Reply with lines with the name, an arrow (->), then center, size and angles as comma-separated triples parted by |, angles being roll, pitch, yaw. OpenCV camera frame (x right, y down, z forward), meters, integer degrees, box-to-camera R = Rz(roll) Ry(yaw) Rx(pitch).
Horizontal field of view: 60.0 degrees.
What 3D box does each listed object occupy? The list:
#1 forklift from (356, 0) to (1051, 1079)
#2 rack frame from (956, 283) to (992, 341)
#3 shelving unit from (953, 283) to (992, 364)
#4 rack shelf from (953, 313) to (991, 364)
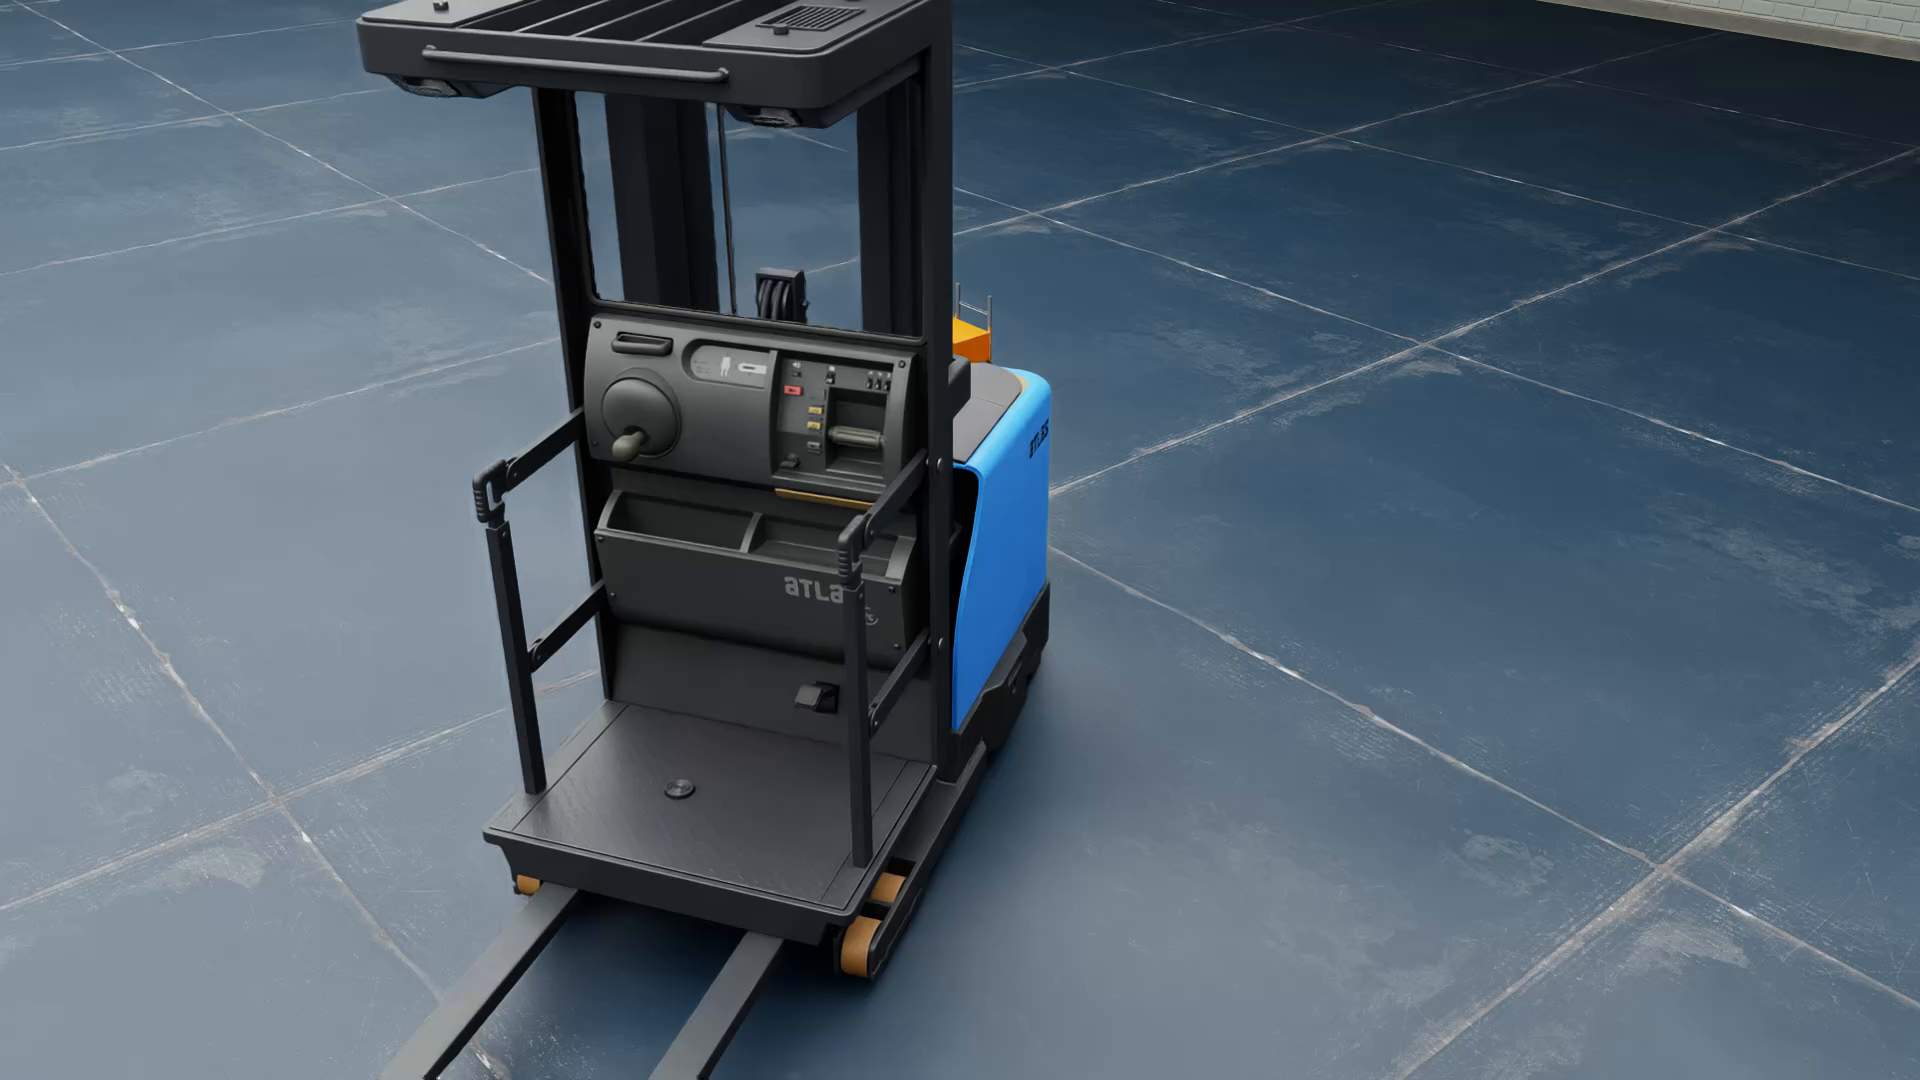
forklift -> -0.640, -0.318, 4.236 | 1.130, 2.935, 3.031 | 9, 29, 16
rack frame -> 0.052, -0.484, 6.542 | 0.008, 1.050, 0.200 | -22, 35, -35
shelving unit -> -0.041, -0.447, 6.472 | 0.252, 1.050, 0.215 | -22, 35, -35
rack shelf -> -0.041, -0.688, 6.343 | 0.240, 0.259, 0.215 | -22, 35, -35
